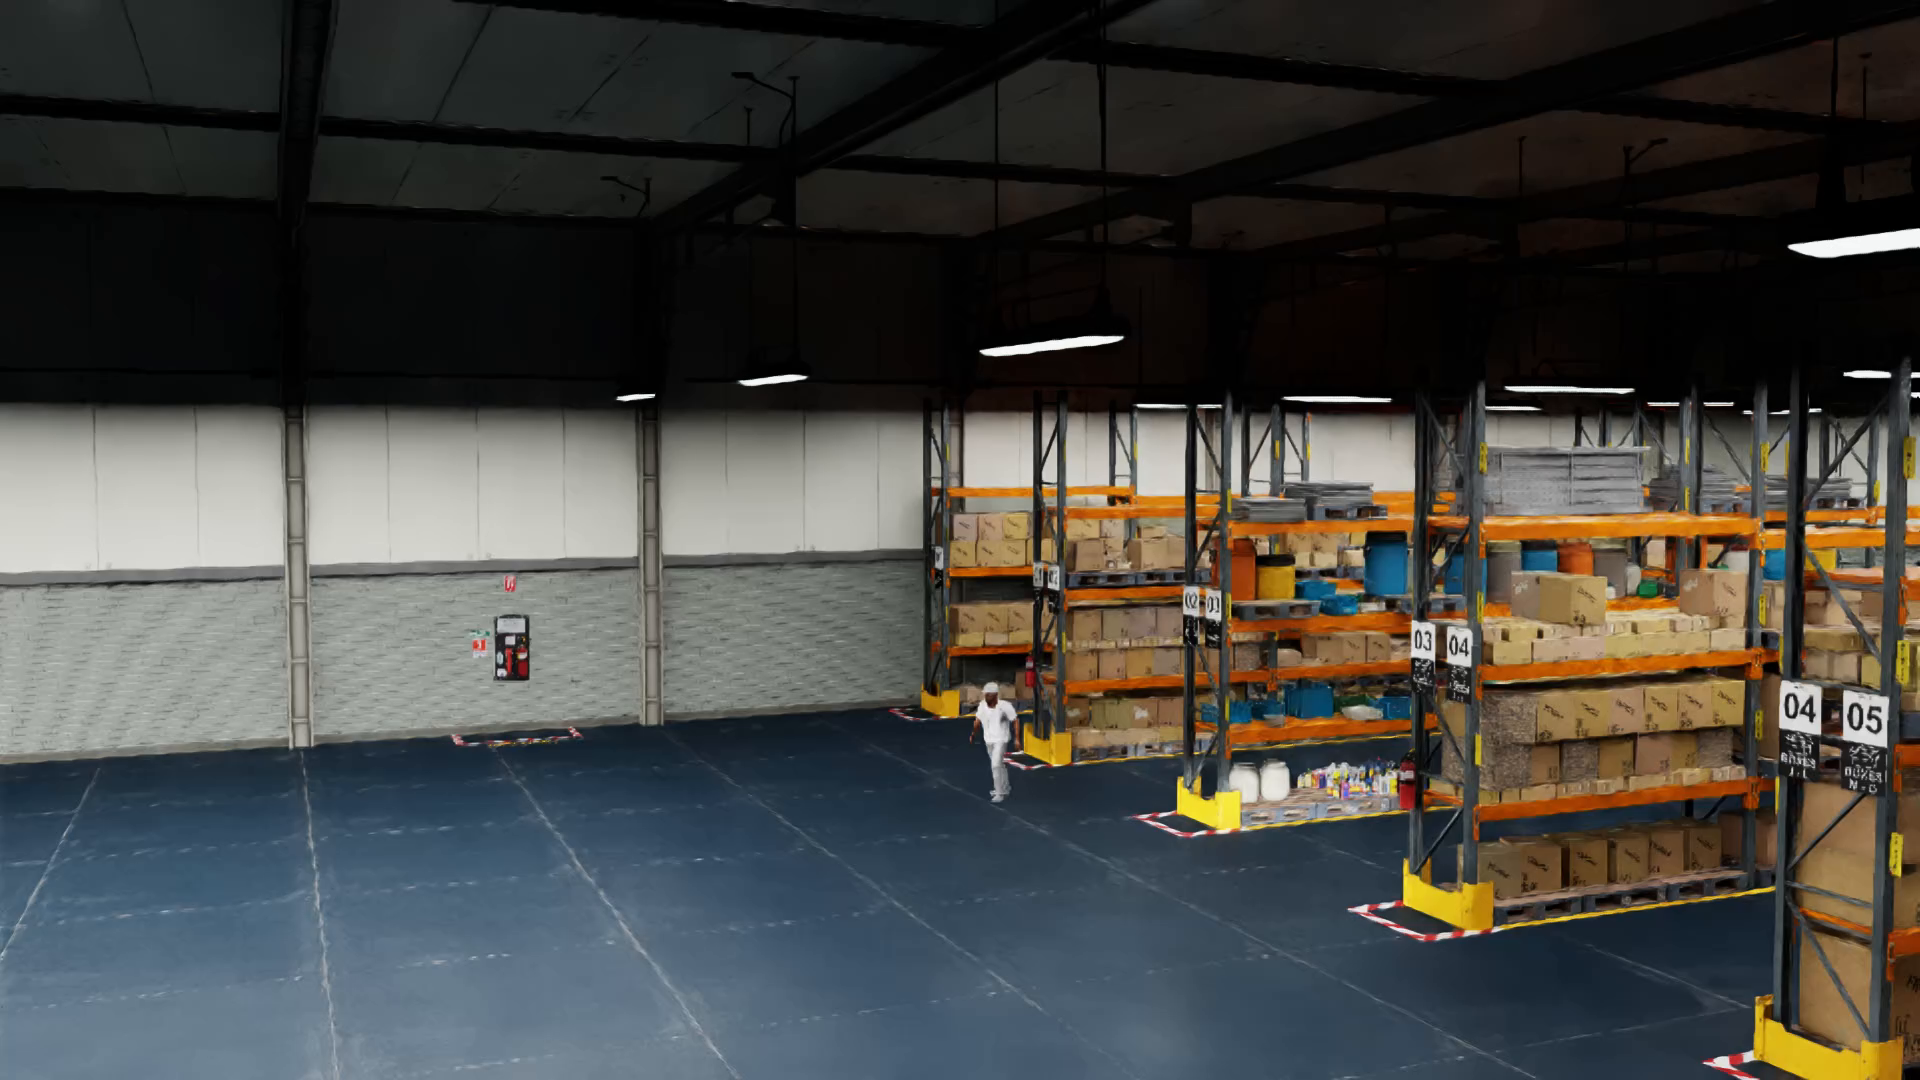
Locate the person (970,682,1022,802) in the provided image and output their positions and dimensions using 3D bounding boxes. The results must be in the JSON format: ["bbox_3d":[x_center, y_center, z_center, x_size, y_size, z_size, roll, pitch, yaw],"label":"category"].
[{"bbox_3d":[0.527,2.892,24.011,0.761,1.708,0.704,-3,5,-44],"label":"person"}]
